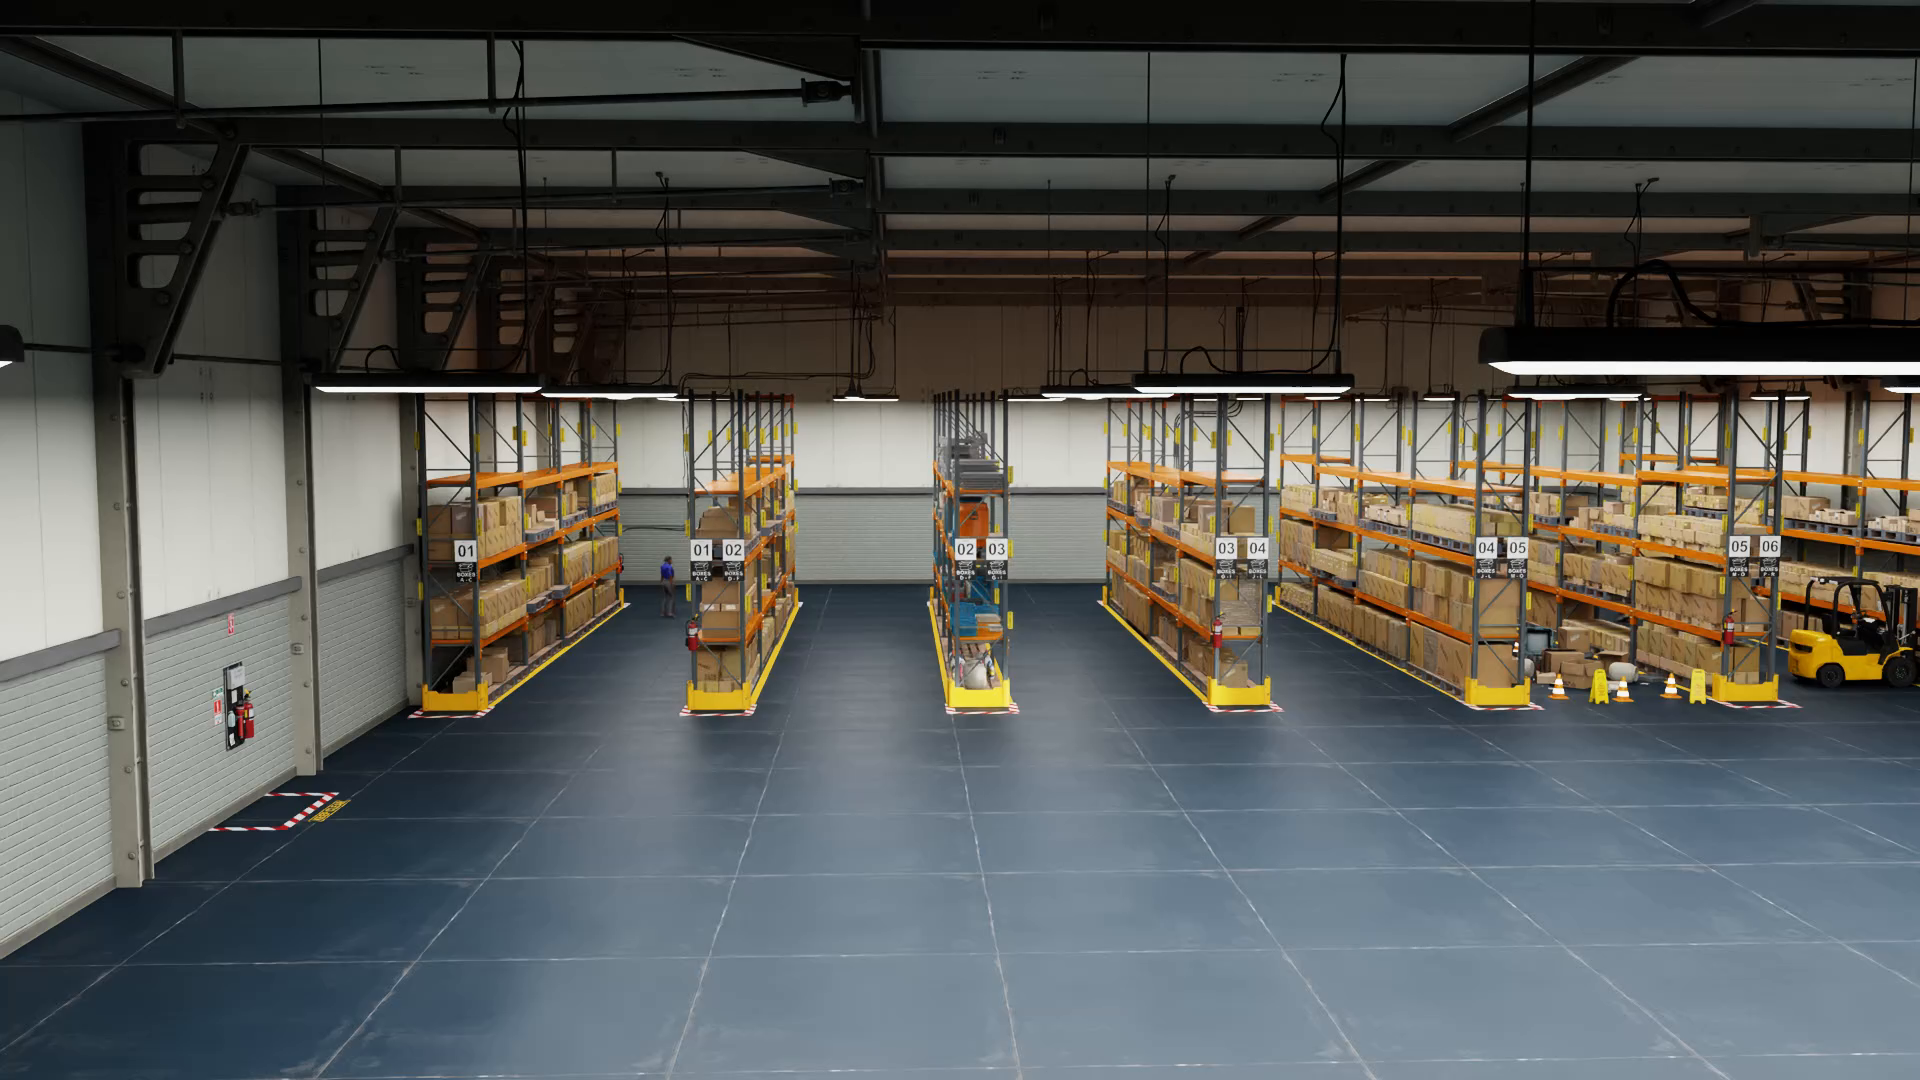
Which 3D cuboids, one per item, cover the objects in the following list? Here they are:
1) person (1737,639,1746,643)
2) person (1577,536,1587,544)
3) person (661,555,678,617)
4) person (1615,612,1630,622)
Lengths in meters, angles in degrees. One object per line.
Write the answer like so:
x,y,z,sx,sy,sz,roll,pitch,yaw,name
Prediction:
17.028,1.882,36.301,0.539,1.761,0.563,-1,5,-12,person
19.184,0.647,51.480,0.589,1.732,1.133,2,5,28,person
-7.887,1.306,44.827,0.539,1.628,0.390,4,6,43,person
17.474,1.316,43.732,0.622,1.671,0.489,-3,6,-33,person
